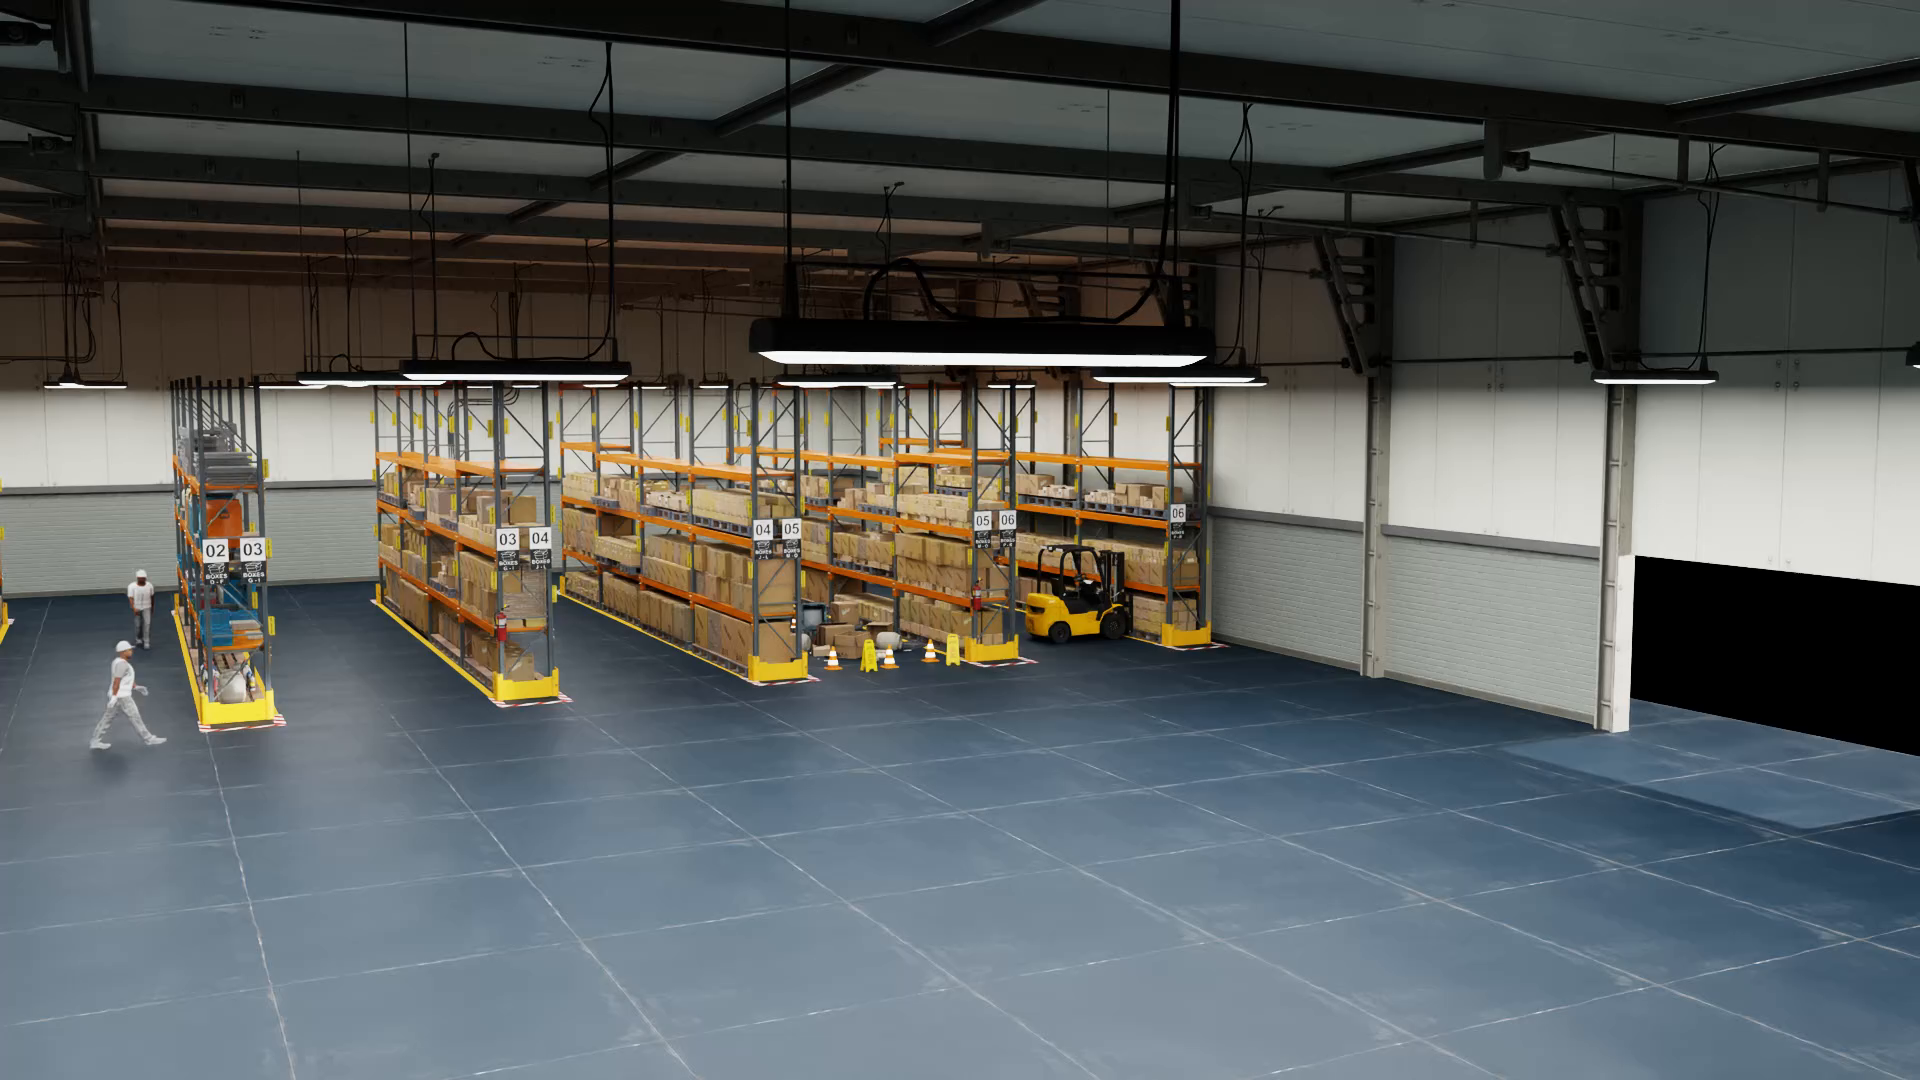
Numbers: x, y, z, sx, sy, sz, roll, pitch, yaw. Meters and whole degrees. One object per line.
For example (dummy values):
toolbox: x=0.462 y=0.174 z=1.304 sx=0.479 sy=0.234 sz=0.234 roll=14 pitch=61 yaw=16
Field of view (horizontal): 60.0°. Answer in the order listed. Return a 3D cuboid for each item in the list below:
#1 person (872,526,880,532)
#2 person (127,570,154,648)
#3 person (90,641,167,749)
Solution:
person: x=-2.555 y=0.384 z=49.613 sx=0.669 sy=1.631 sz=0.729 roll=-2 pitch=5 yaw=-17
person: x=-18.365 y=1.536 z=37.340 sx=0.562 sy=1.713 sz=0.965 roll=-3 pitch=6 yaw=-34
person: x=-13.358 y=2.470 z=26.643 sx=1.107 sy=1.706 sz=0.594 roll=-3 pitch=6 yaw=-31
